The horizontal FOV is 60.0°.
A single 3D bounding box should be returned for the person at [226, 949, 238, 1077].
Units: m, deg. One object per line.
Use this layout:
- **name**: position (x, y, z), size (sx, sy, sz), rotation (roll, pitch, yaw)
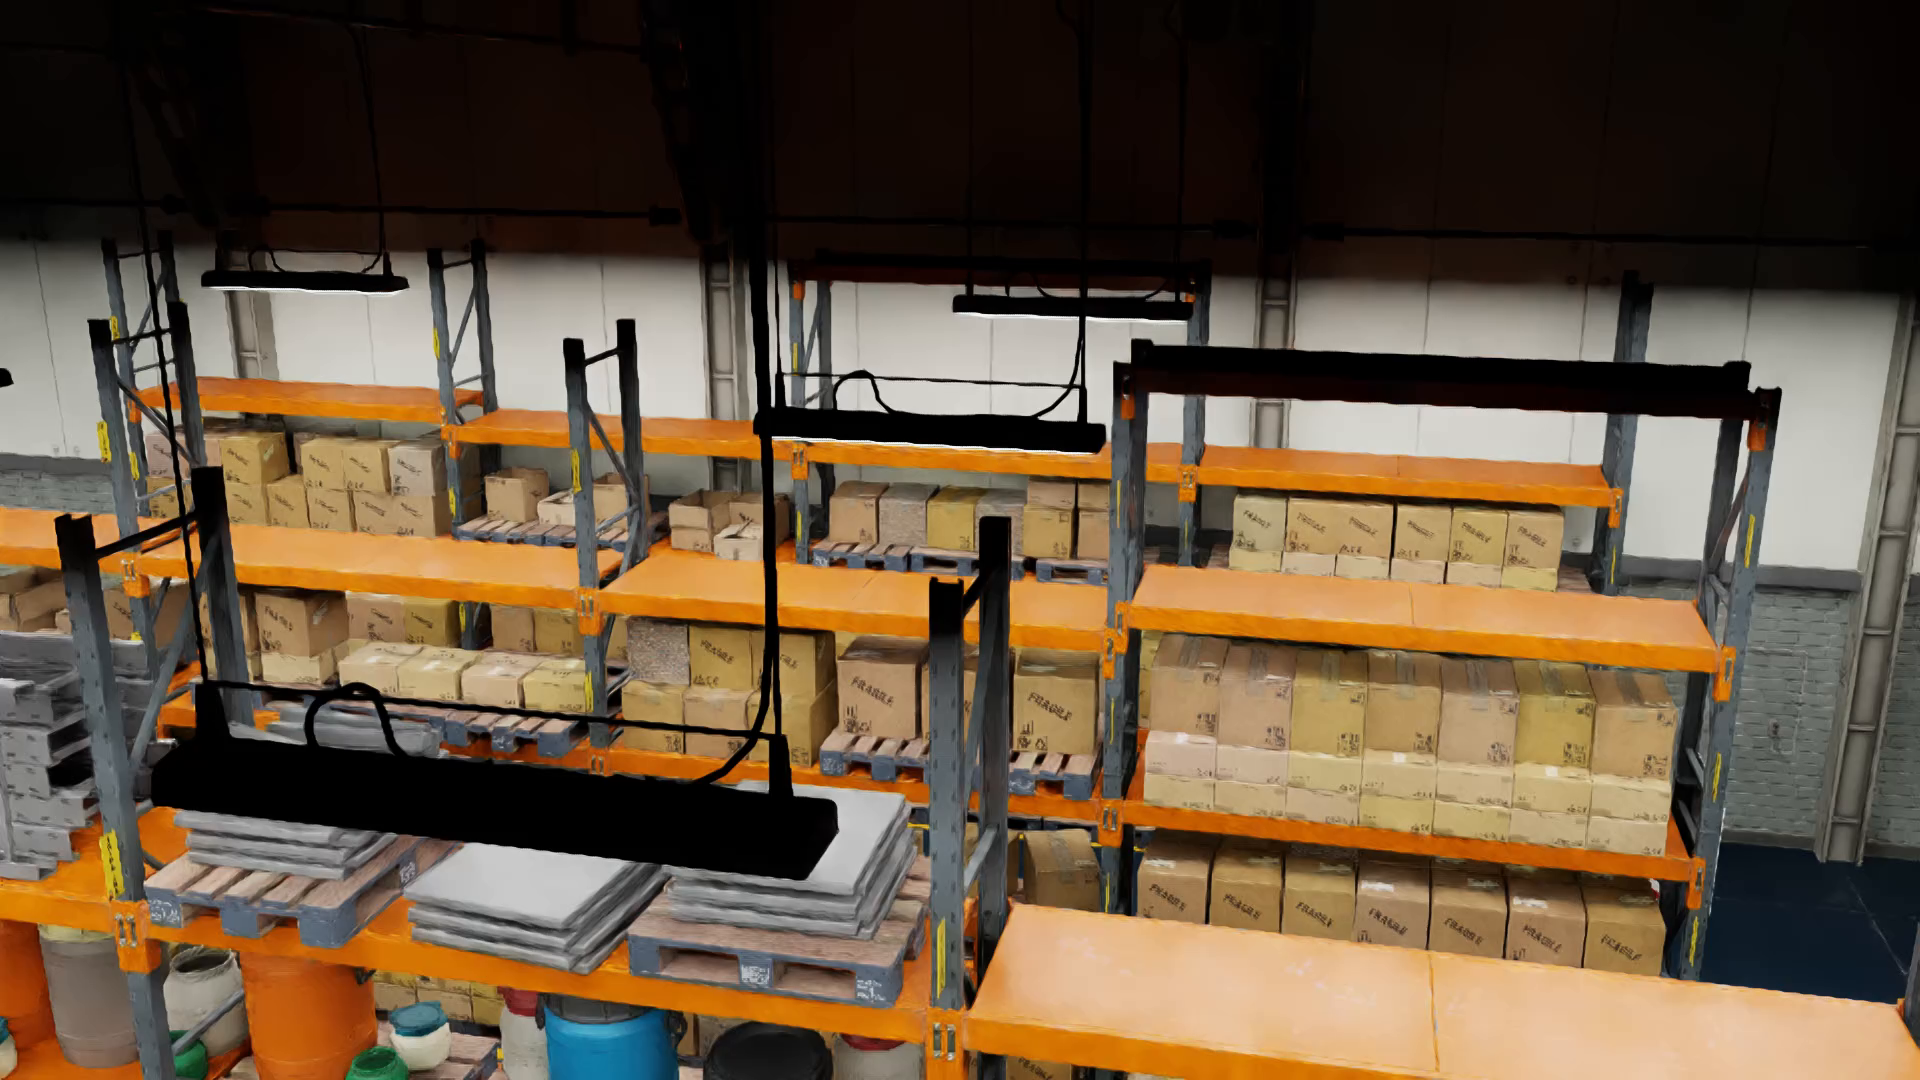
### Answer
- **person**: position (-5.459, 3.808, 12.496), size (0.526, 1.724, 0.359), rotation (-4, 17, -14)
